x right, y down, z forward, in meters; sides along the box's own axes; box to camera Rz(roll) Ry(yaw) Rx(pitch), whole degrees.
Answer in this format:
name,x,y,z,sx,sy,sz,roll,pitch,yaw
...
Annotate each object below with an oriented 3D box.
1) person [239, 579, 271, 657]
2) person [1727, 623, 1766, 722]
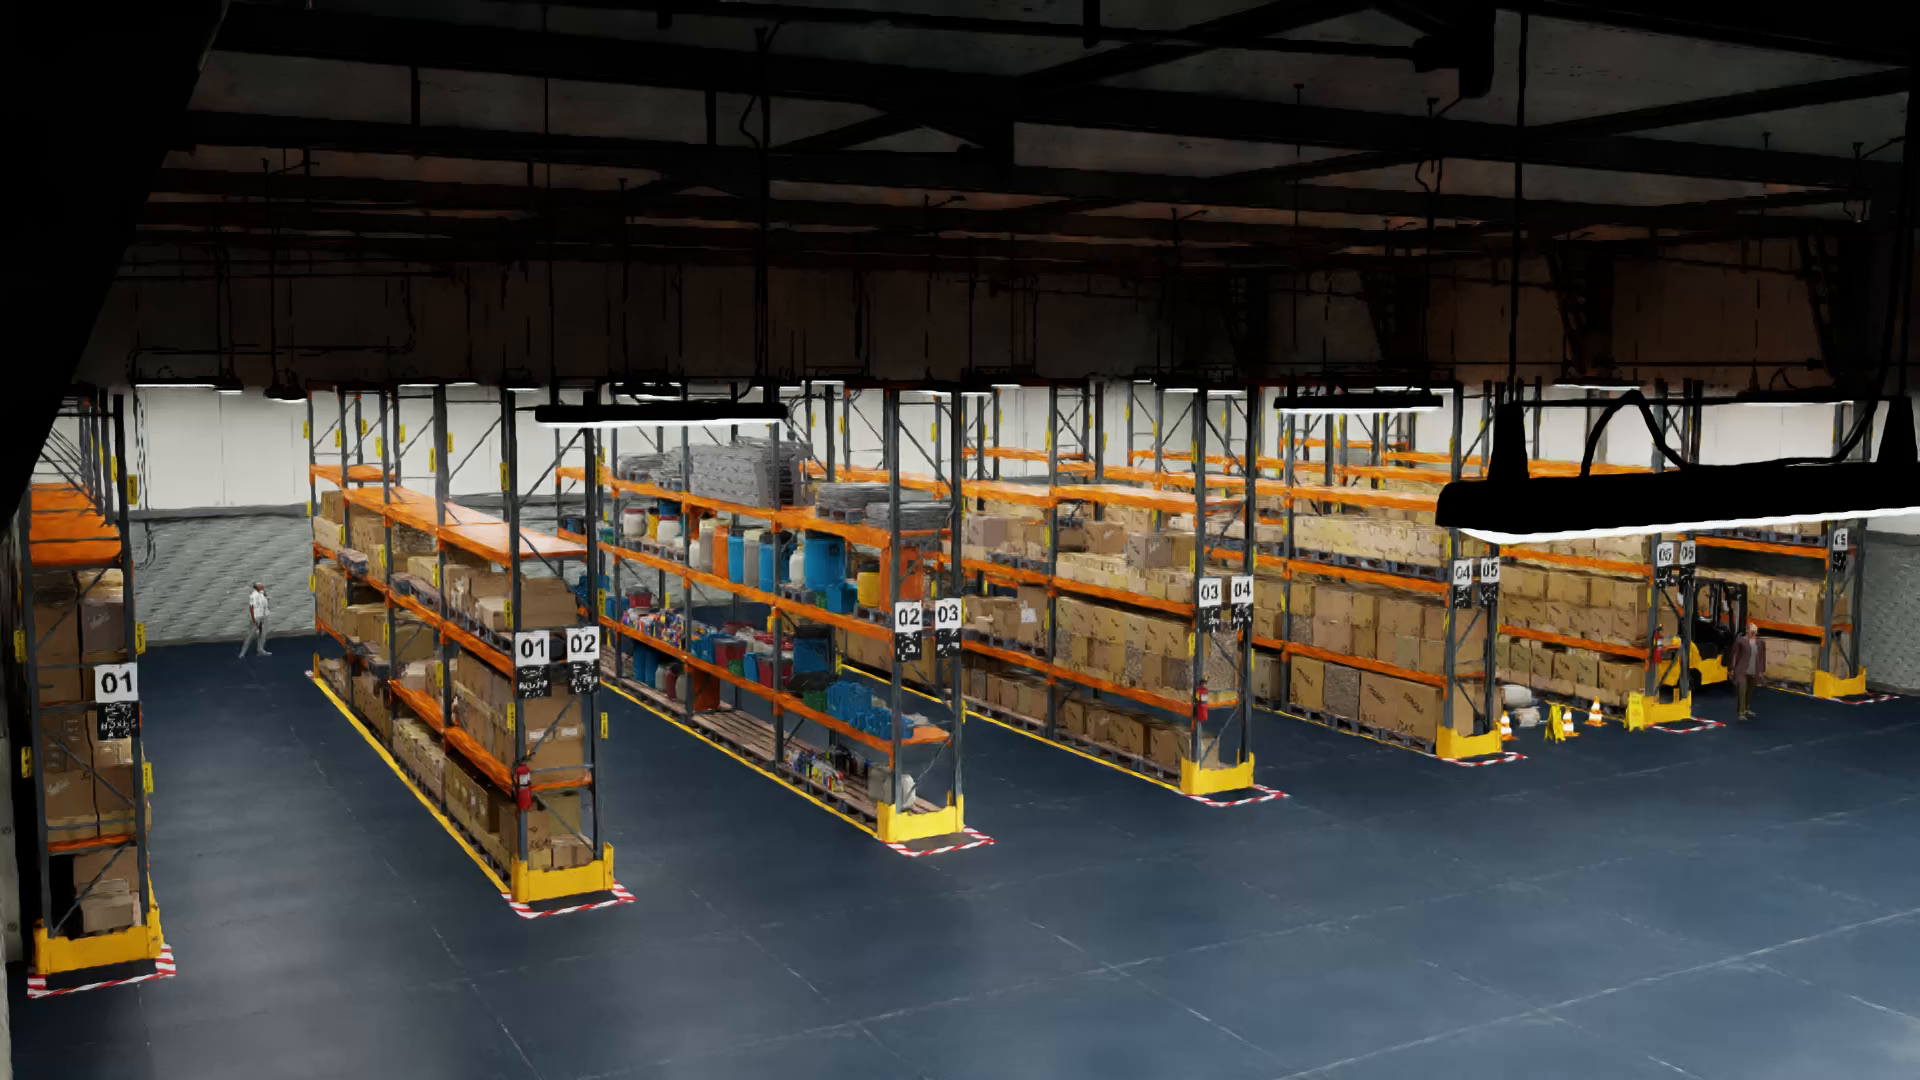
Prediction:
name,x,y,z,sx,sy,sz,roll,pitch,yaw
person,-15.292,1.687,35.978,0.488,1.668,0.675,2,6,17
person,13.948,2.327,29.412,0.634,1.738,0.951,0,6,-3
